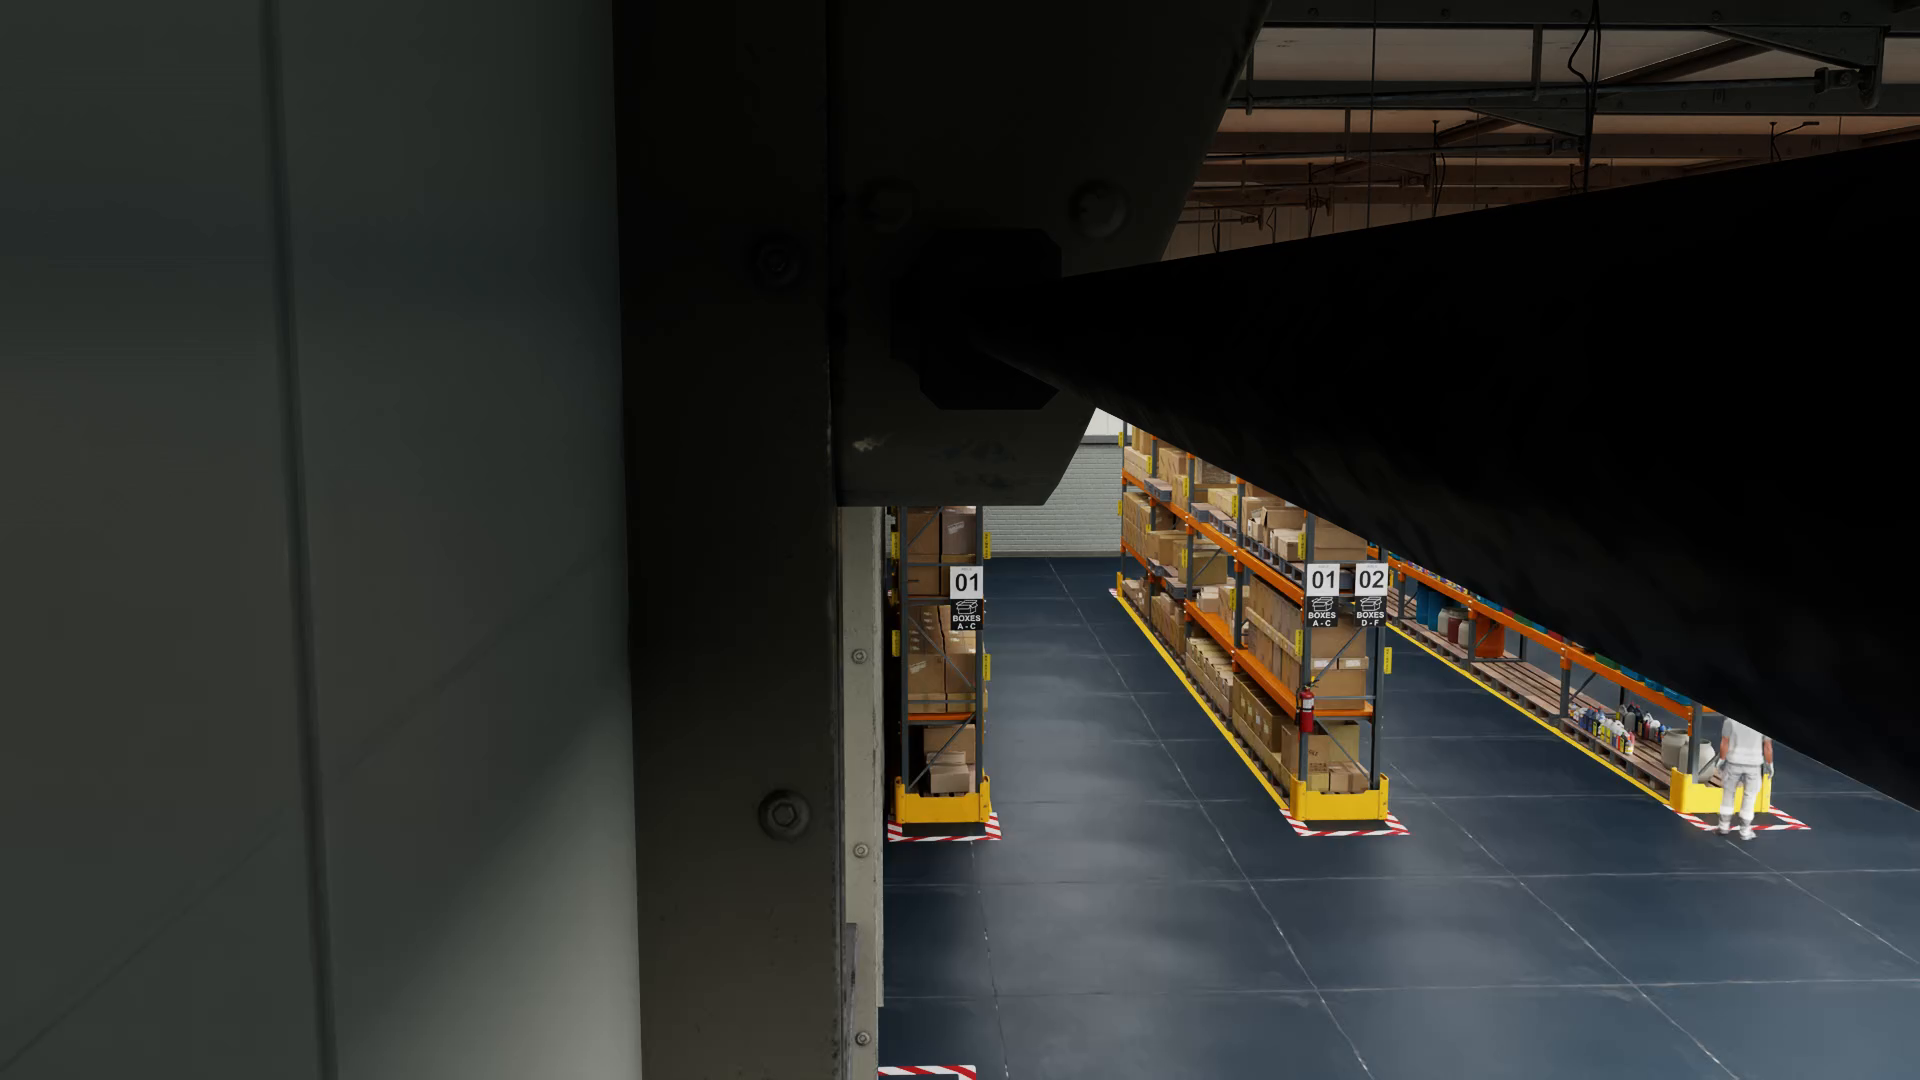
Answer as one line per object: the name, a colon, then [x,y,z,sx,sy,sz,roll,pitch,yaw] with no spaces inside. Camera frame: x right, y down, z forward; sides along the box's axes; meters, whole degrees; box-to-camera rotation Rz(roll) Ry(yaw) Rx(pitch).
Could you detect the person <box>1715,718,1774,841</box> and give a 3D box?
person: [9.376,2.694,19.843,0.616,1.831,0.410,4,9,29]
